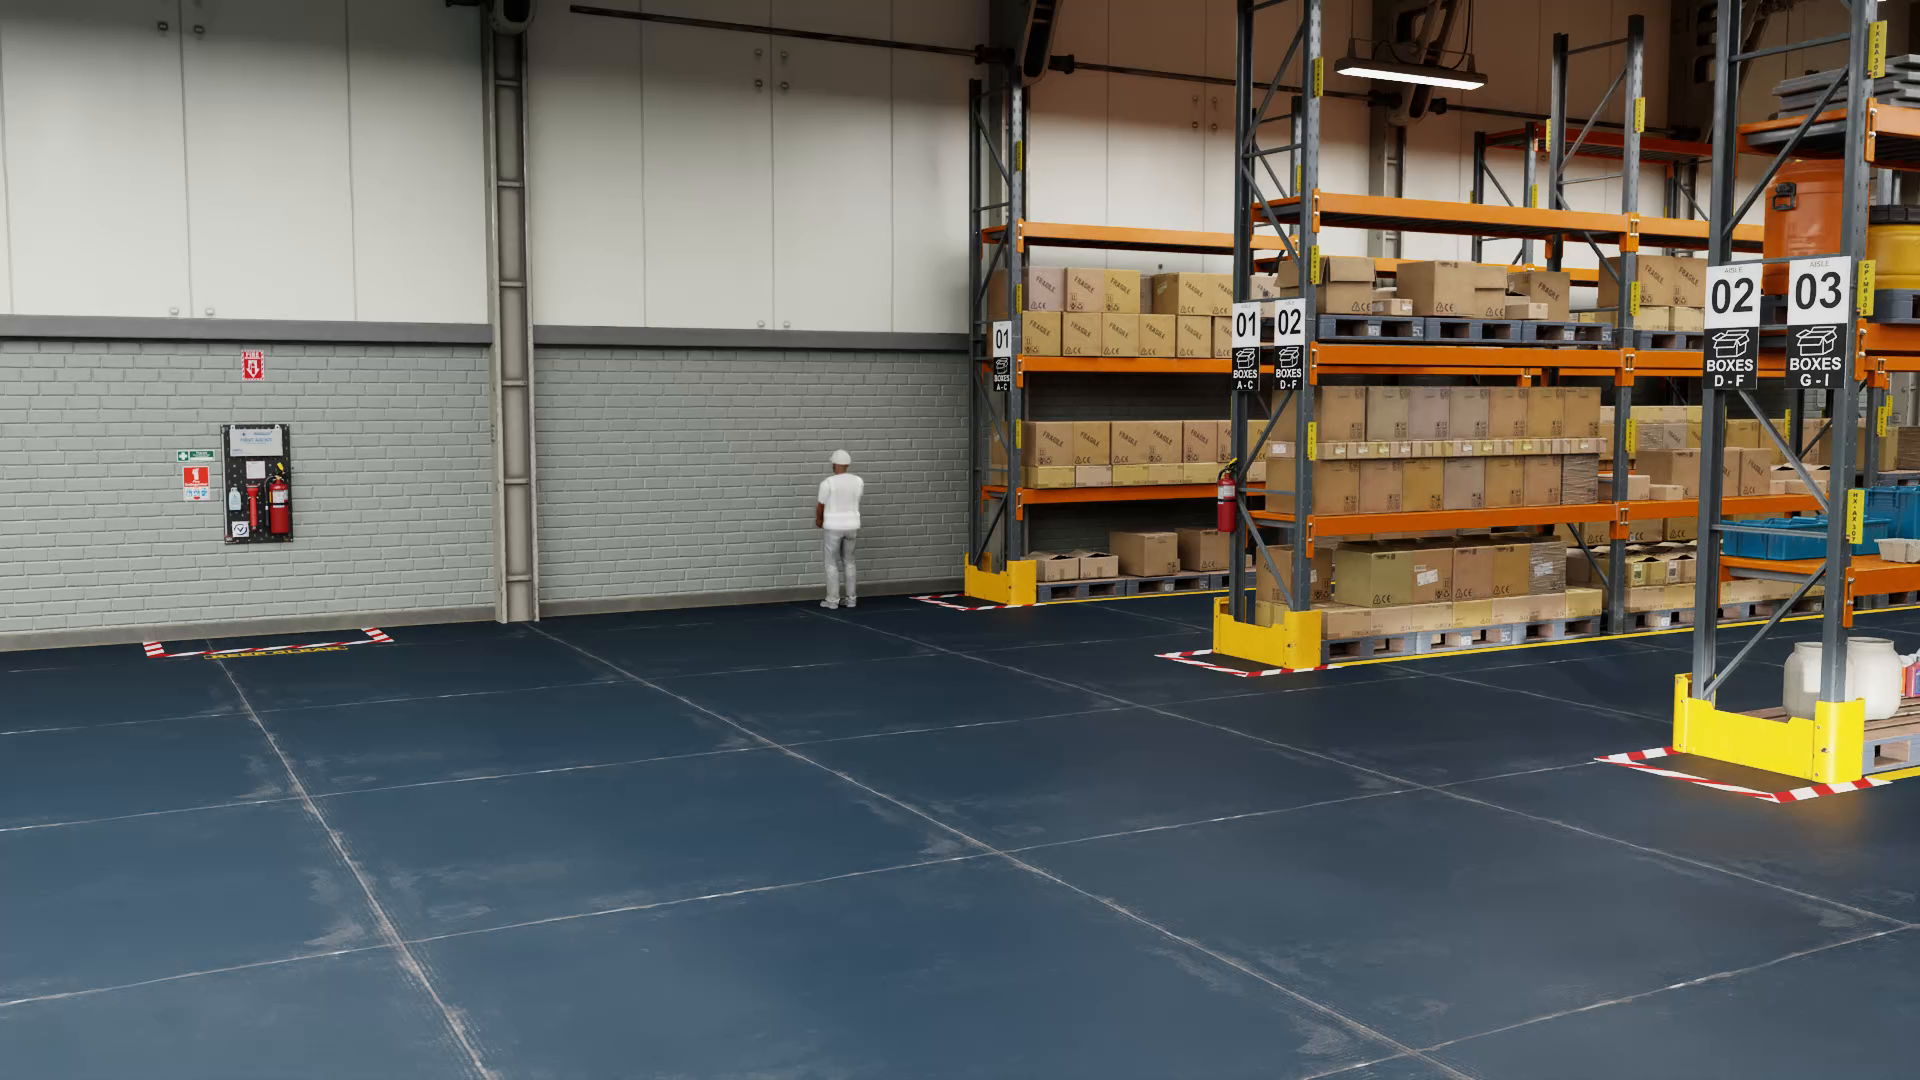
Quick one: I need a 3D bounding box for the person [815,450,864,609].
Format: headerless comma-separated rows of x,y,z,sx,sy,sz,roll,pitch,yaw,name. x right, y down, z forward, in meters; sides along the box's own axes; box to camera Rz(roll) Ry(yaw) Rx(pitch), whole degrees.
-1.379,-0.129,18.609,0.521,1.766,0.573,-3,6,-29,person
